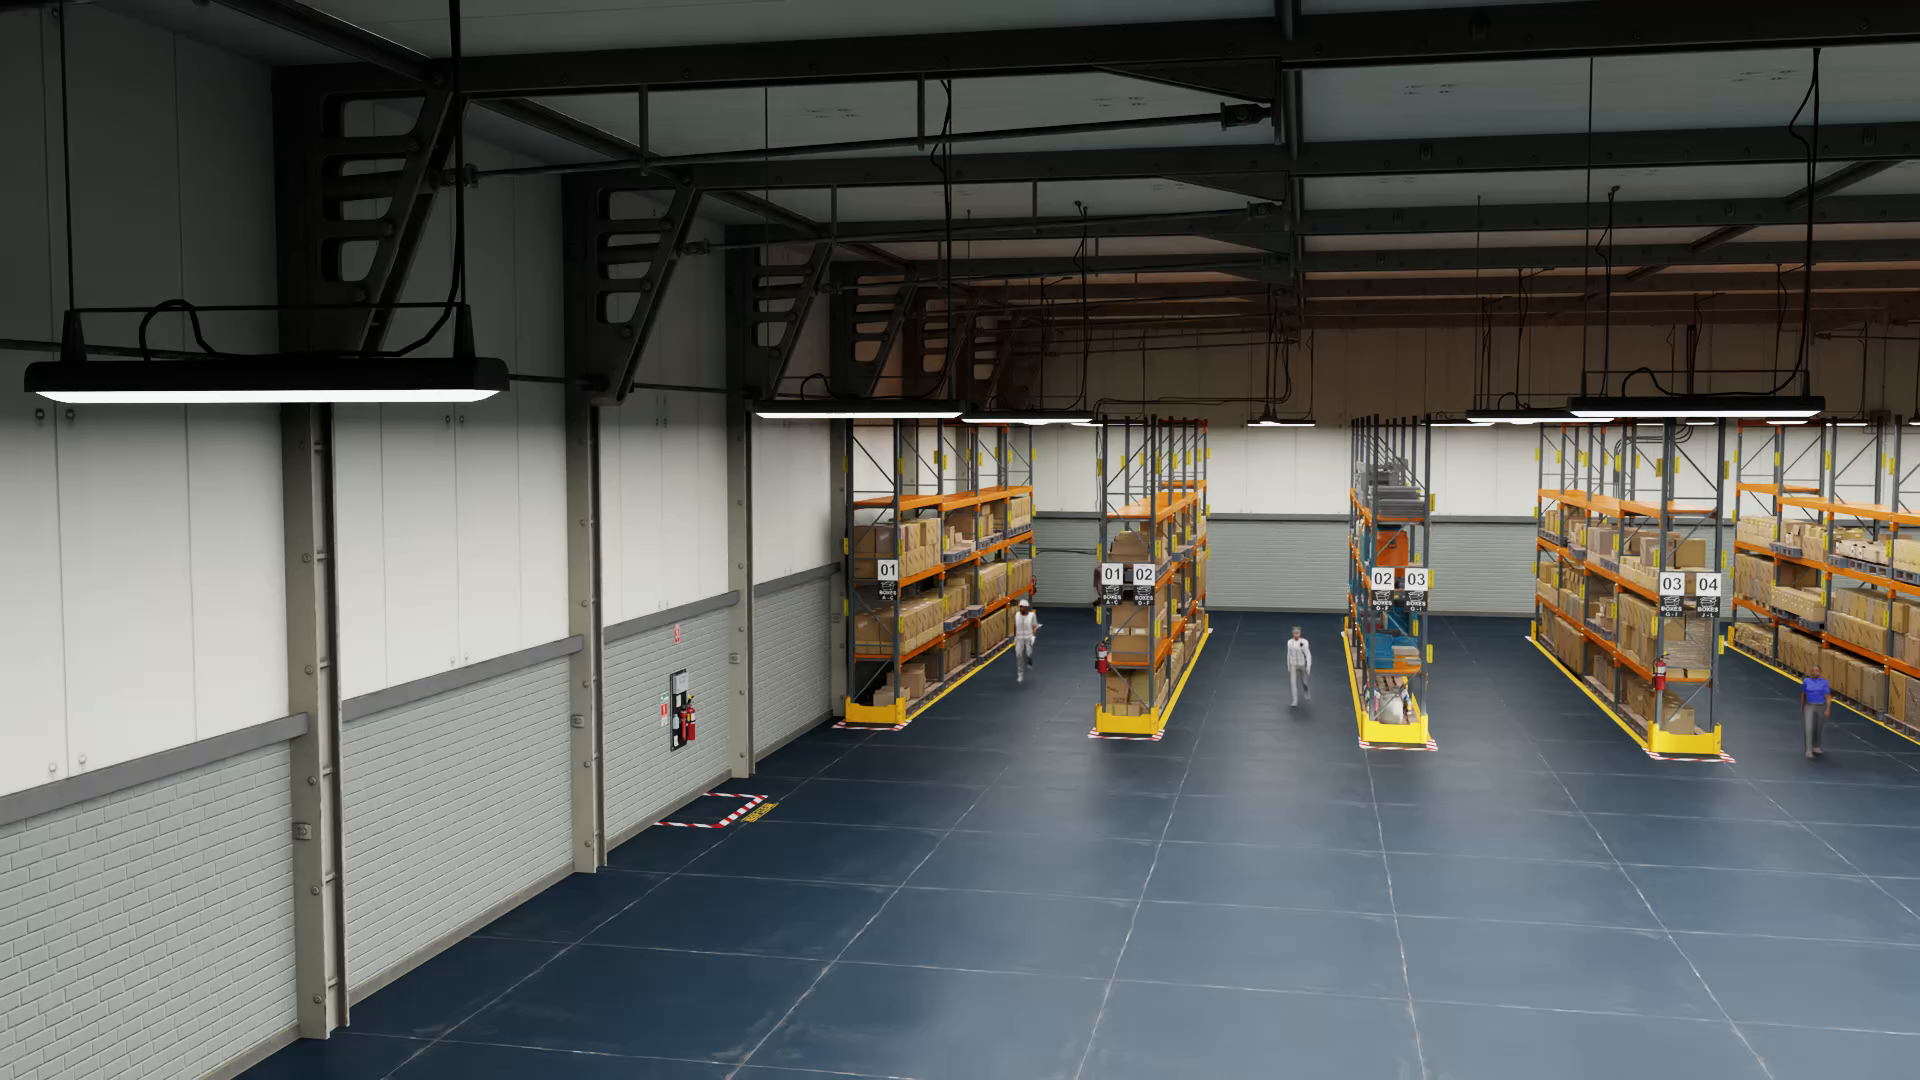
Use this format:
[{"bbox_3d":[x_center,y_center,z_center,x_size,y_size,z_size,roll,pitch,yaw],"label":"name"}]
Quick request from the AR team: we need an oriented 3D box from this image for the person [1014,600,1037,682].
[{"bbox_3d":[1.457,2.263,37.526,0.571,1.812,0.762,1,4,13],"label":"person"}]

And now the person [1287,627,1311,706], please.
[{"bbox_3d":[7.062,2.596,34.593,0.508,1.636,0.942,1,4,21],"label":"person"}]

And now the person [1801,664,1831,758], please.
[{"bbox_3d":[14.929,2.972,28.998,0.462,1.592,0.948,2,4,26],"label":"person"}]

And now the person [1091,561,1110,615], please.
[{"bbox_3d":[4.373,1.425,51.217,0.553,1.749,0.909,-3,5,-40],"label":"person"}]
